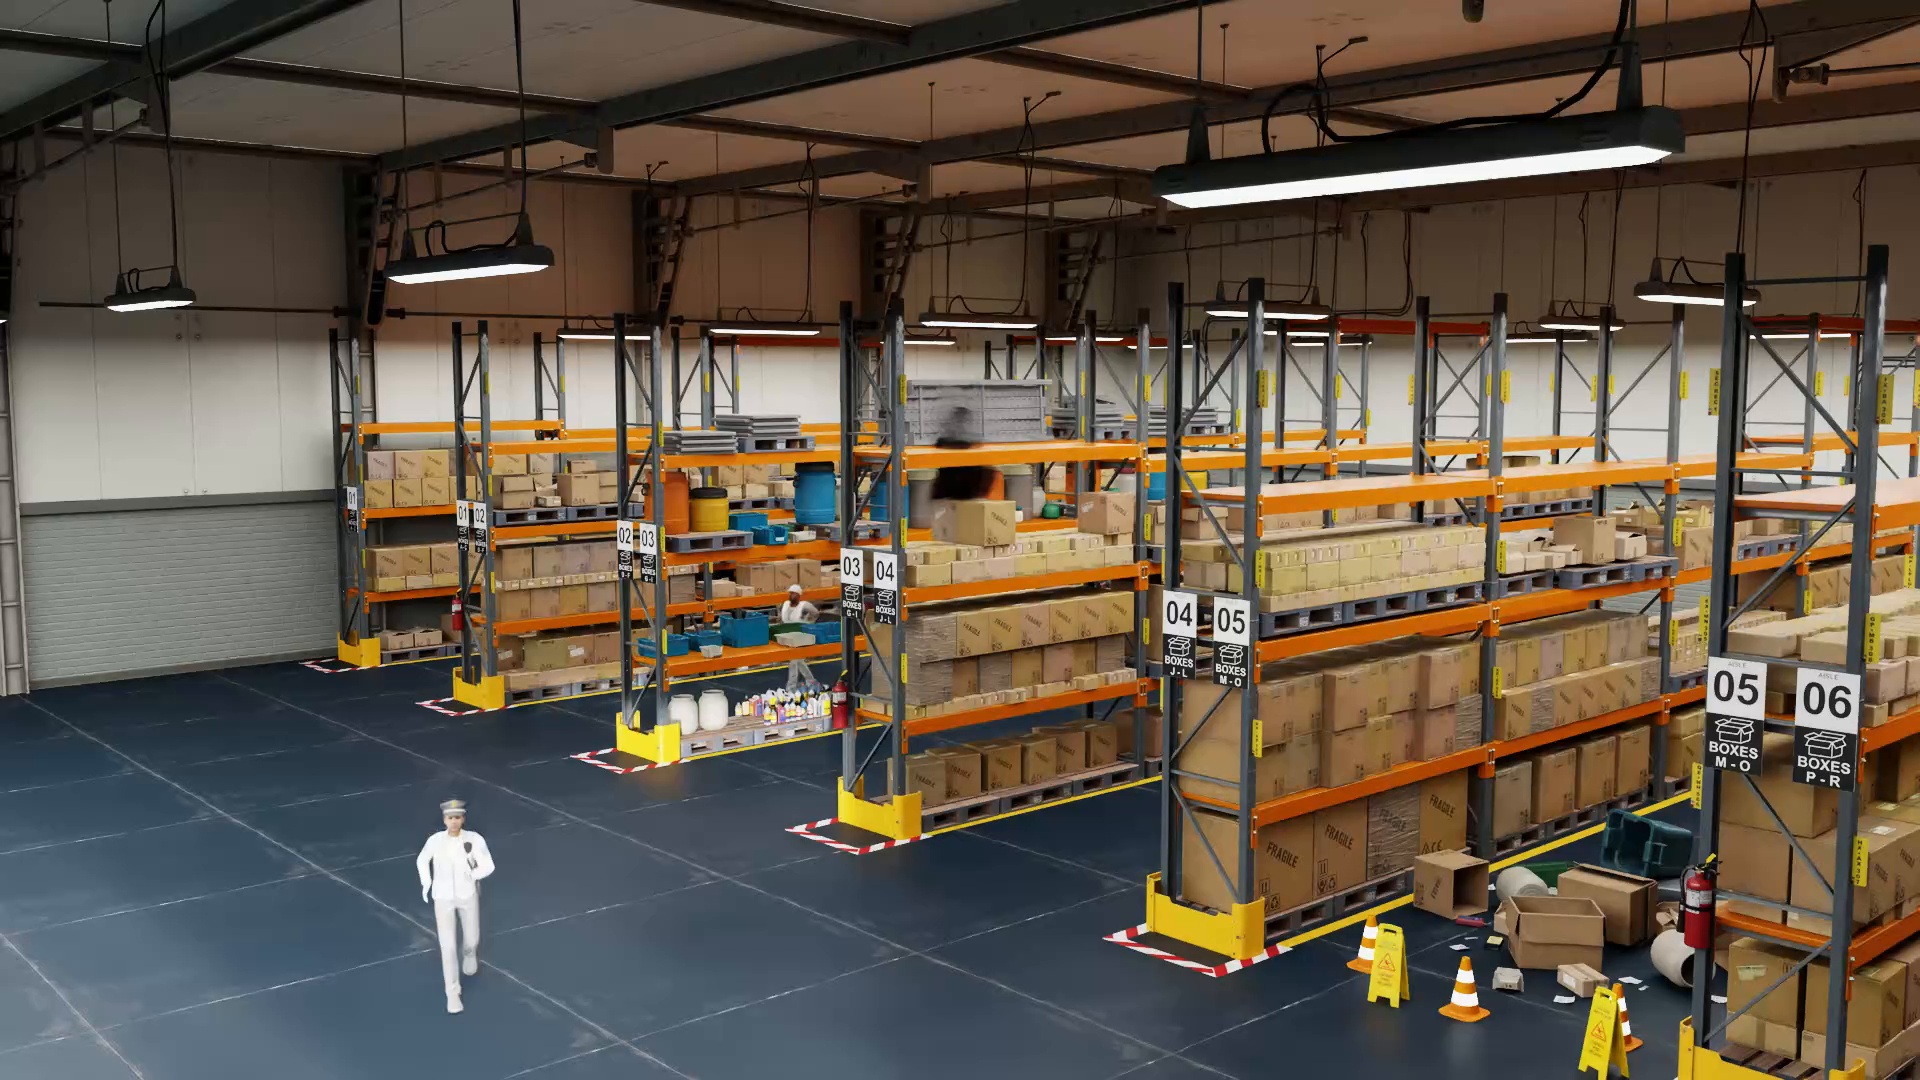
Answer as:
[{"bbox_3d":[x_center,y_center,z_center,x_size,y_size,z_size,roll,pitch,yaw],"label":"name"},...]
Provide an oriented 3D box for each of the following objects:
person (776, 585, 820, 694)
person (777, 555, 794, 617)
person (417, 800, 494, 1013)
[{"bbox_3d":[-2.654,1.614,26.890,0.667,1.808,0.894,5,7,40],"label":"person"},{"bbox_3d":[-3.388,0.994,33.111,0.706,1.745,0.987,4,7,38],"label":"person"},{"bbox_3d":[-4.175,2.960,13.781,0.622,1.670,0.896,-2,6,-16],"label":"person"}]
